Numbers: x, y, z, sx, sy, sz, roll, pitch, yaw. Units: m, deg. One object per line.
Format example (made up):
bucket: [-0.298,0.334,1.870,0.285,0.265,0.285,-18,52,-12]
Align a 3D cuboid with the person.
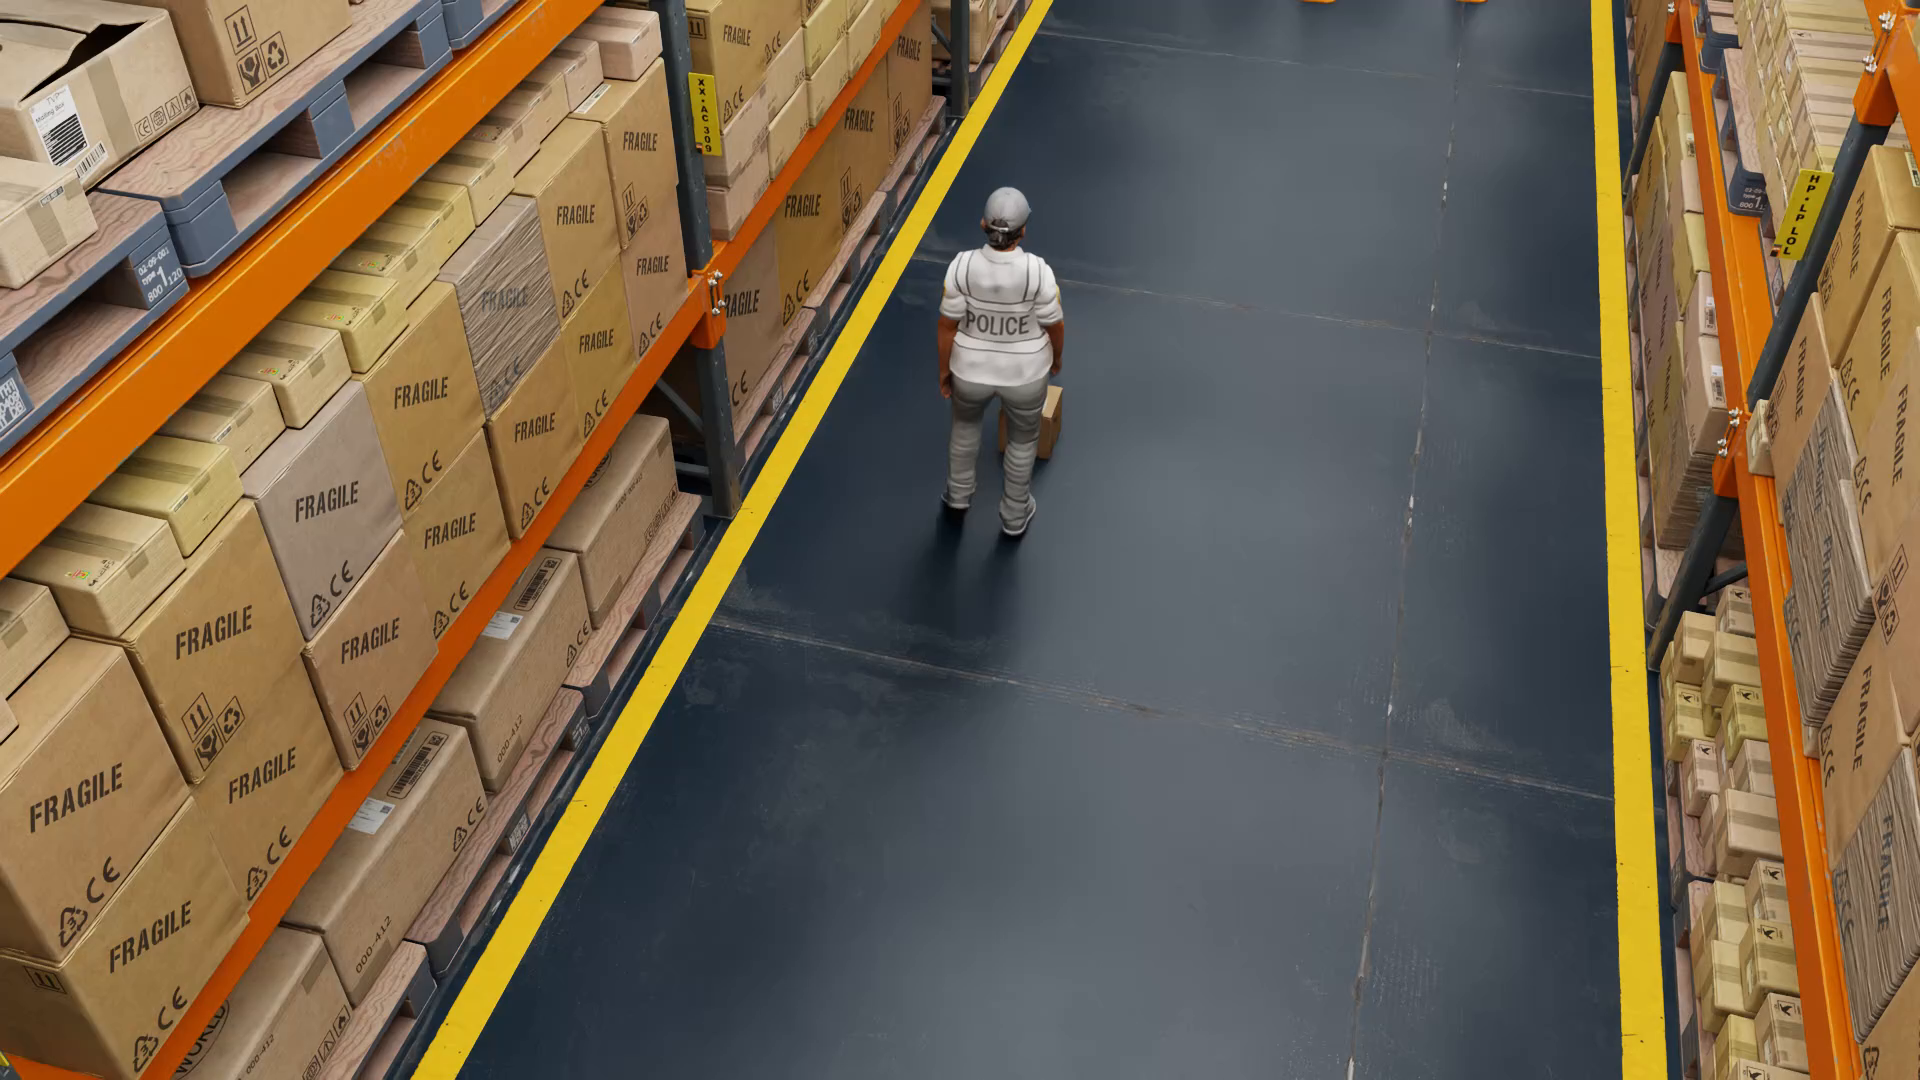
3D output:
person: [0.160,-0.709,6.982,0.547,1.729,0.438,7,42,8]
